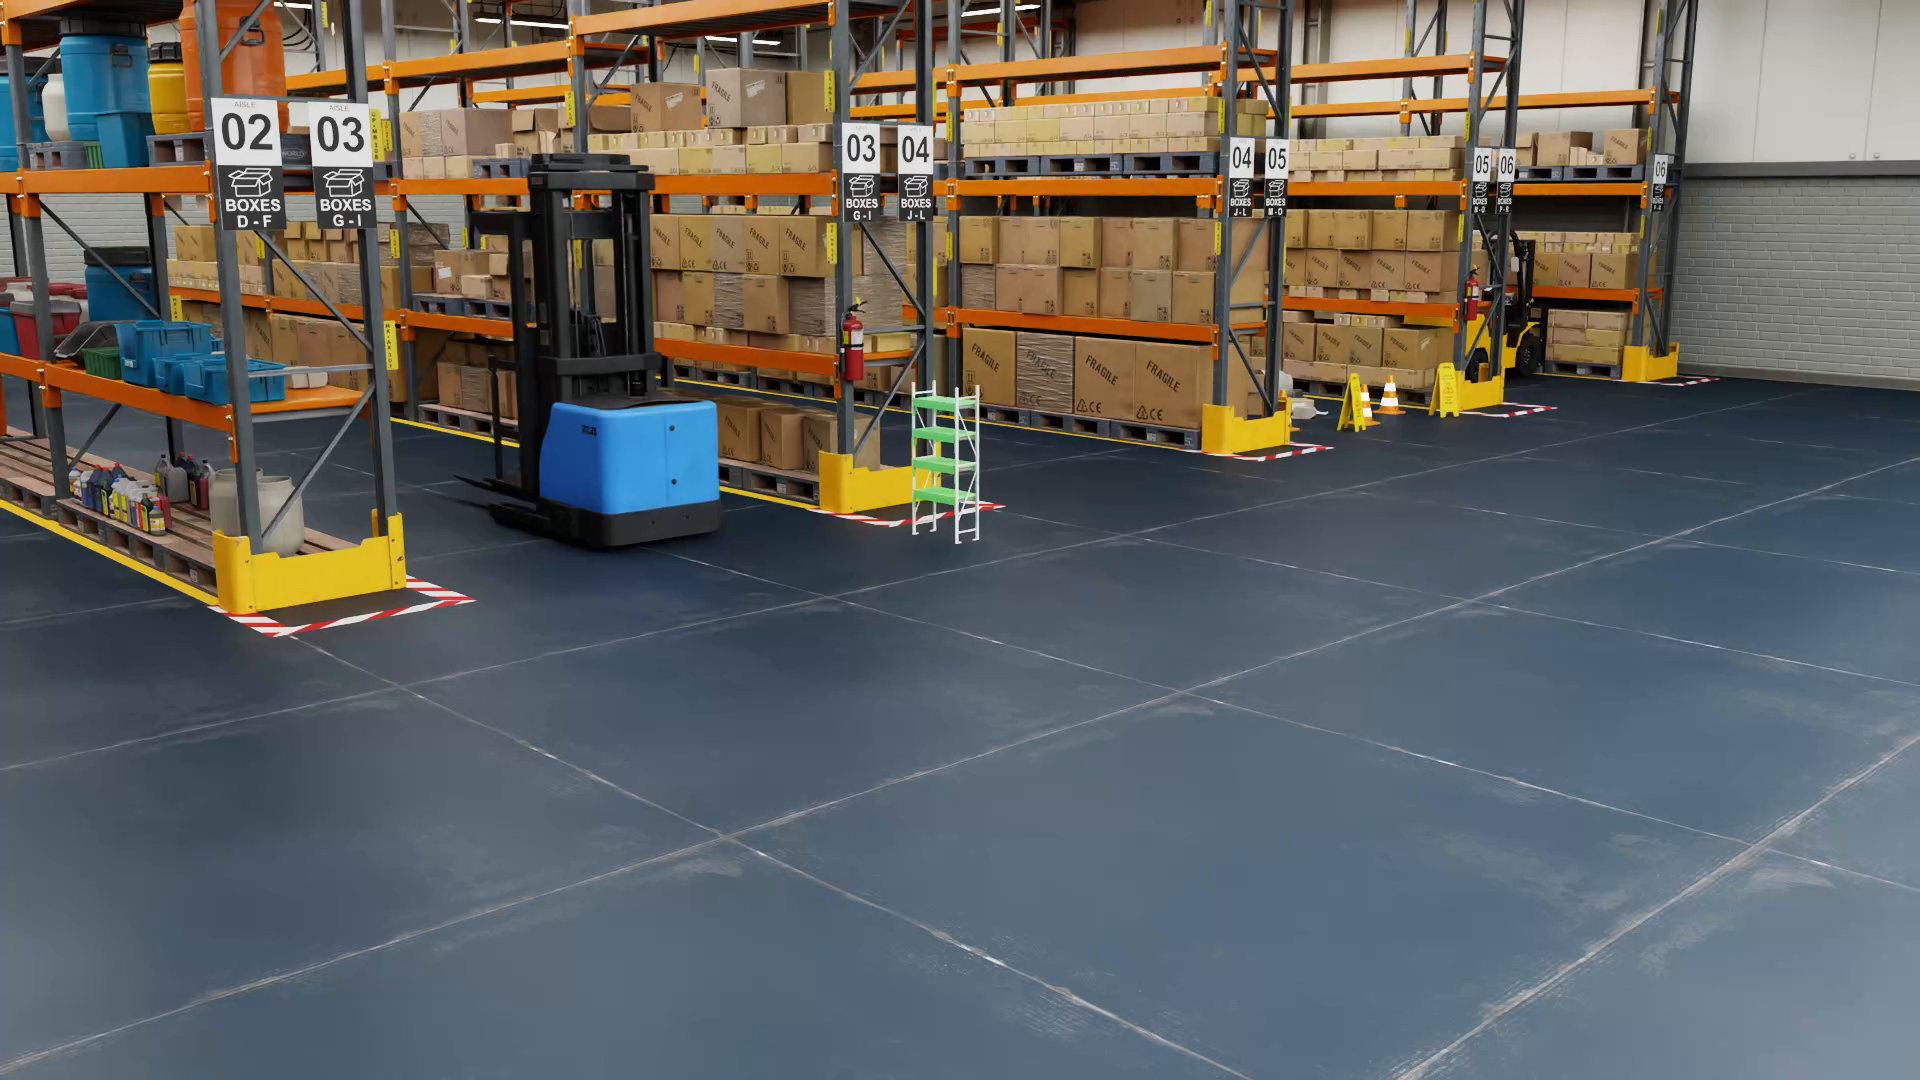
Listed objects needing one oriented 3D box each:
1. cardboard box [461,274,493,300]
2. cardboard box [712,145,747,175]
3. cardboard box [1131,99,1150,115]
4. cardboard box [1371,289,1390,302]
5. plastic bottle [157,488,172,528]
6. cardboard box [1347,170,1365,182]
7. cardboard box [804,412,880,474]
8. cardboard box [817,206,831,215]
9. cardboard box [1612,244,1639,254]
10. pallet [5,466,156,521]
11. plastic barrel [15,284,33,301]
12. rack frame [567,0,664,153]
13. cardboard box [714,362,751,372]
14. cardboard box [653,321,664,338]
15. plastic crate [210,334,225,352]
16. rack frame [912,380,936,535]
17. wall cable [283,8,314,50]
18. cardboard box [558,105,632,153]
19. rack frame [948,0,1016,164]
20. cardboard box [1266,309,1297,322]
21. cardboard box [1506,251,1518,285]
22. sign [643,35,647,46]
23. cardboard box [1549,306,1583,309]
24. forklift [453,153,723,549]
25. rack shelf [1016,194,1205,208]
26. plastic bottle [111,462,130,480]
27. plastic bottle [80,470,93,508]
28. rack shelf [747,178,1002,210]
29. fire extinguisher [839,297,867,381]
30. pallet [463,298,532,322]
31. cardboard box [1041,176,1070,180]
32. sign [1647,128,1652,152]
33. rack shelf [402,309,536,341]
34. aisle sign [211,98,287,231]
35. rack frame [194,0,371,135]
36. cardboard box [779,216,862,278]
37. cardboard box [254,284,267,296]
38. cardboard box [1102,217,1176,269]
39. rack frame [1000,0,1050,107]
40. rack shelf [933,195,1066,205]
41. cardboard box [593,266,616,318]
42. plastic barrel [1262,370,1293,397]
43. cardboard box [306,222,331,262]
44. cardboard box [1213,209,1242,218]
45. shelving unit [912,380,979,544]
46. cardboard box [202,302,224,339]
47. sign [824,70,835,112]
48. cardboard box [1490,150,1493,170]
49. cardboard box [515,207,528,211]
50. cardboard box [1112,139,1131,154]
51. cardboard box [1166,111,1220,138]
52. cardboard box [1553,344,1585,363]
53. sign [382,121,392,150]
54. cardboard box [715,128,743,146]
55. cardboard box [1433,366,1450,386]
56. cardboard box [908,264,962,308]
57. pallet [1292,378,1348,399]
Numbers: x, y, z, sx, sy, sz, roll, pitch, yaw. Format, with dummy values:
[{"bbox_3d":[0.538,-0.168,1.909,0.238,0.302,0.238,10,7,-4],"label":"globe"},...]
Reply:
[{"bbox_3d":[-5.165,-2.803,18.414,0.500,0.250,0.500,11,16,44],"label":"cardboard box"},{"bbox_3d":[-1.843,-3.359,14.720,0.500,0.250,0.500,-10,16,-41],"label":"cardboard box"},{"bbox_3d":[2.019,-4.561,17.541,0.380,0.149,0.250,-11,16,-42],"label":"cardboard box"},{"bbox_3d":[5.506,-3.158,21.428,0.380,0.149,0.250,-11,16,-42],"label":"cardboard box"},{"bbox_3d":[-5.877,-0.237,12.271,0.061,0.283,0.133,-11,16,-43],"label":"plastic bottle"},{"bbox_3d":[5.223,-4.711,21.532,0.250,0.149,0.380,11,16,44],"label":"cardboard box"},{"bbox_3d":[-1.051,-0.855,14.781,0.500,0.500,0.500,-7,14,-32],"label":"cardboard box"},{"bbox_3d":[-2.298,-5.823,29.407,0.380,0.149,0.250,-10,16,-41],"label":"cardboard box"},{"bbox_3d":[9.681,-4.231,24.160,0.380,0.149,0.250,-11,16,-42],"label":"cardboard box"},{"bbox_3d":[-7.547,-0.417,14.412,1.003,0.211,1.213,-11,16,-43],"label":"pallet"},{"bbox_3d":[-8.583,-2.130,15.540,0.421,0.512,0.421,0,12,0],"label":"plastic barrel"},{"bbox_3d":[-3.394,-5.302,16.345,1.000,3.000,0.127,-11,16,-43],"label":"rack frame"},{"bbox_3d":[-3.143,-2.665,23.566,0.500,0.500,0.500,-11,16,-43],"label":"cardboard box"},{"bbox_3d":[-2.785,-2.019,15.900,0.380,0.149,0.250,-11,16,-43],"label":"cardboard box"},{"bbox_3d":[-6.016,-1.477,13.015,0.499,0.251,0.616,-11,16,-43],"label":"plastic crate"},{"bbox_3d":[-0.283,-0.647,13.080,0.240,1.200,0.015,-11,16,-43],"label":"rack frame"},{"bbox_3d":[-13.093,-9.934,30.858,2.277,5.999,0.120,-11,16,-43],"label":"wall cable"},{"bbox_3d":[-3.647,-4.171,16.995,0.637,0.503,0.797,11,16,42],"label":"cardboard box"},{"bbox_3d":[0.263,-5.978,19.628,1.000,3.000,0.127,-11,16,-43],"label":"rack frame"},{"bbox_3d":[4.385,-3.063,22.655,0.380,0.149,0.250,-10,15,-40],"label":"cardboard box"},{"bbox_3d":[8.532,-4.161,25.426,0.500,0.500,0.500,-11,16,-42],"label":"cardboard box"},{"bbox_3d":[-4.864,-7.759,25.565,0.100,0.325,0.005,-11,16,-43],"label":"sign"},{"bbox_3d":[9.243,-3.445,25.496,0.500,0.250,0.500,-11,16,-43],"label":"cardboard box"},{"bbox_3d":[-3.203,-1.608,13.452,1.130,2.935,3.031,-10,15,-40],"label":"forklift"},{"bbox_3d":[2.392,-5.153,24.840,1.077,0.370,4.000,-11,16,-43],"label":"rack shelf"},{"bbox_3d":[-6.615,-0.436,13.068,0.144,0.351,0.185,-11,16,-43],"label":"plastic bottle"},{"bbox_3d":[-6.830,-0.404,13.098,0.152,0.276,0.135,-10,15,-41],"label":"plastic bottle"},{"bbox_3d":[-1.118,-4.449,21.420,1.077,0.370,4.000,-11,16,-43],"label":"rack shelf"},{"bbox_3d":[-0.886,-1.661,13.732,0.296,0.674,0.183,-11,16,-43],"label":"fire extinguisher"},{"bbox_3d":[-4.760,-2.570,18.429,1.003,0.211,1.213,-11,16,-43],"label":"pallet"},{"bbox_3d":[1.658,-5.707,25.496,0.700,0.500,0.500,-11,16,-43],"label":"cardboard box"},{"bbox_3d":[9.721,-5.644,23.439,0.100,0.325,0.005,-11,16,-43],"label":"sign"},{"bbox_3d":[-4.775,-2.303,18.440,1.077,0.370,4.000,-11,16,-43],"label":"rack shelf"},{"bbox_3d":[-4.379,-2.311,10.253,0.394,0.787,0.004,-11,16,-43],"label":"aisle sign"},{"bbox_3d":[-4.214,-4.028,10.162,1.000,3.000,0.127,-11,16,-43],"label":"rack frame"},{"bbox_3d":[-1.190,-2.510,14.198,0.500,0.500,0.500,-11,16,-43],"label":"cardboard box"},{"bbox_3d":[-9.366,-3.407,22.637,0.380,0.149,0.250,-11,16,-42],"label":"cardboard box"},{"bbox_3d":[2.062,-3.286,18.381,0.875,0.550,0.550,-11,16,-43],"label":"cardboard box"},{"bbox_3d":[1.011,-7.267,25.882,1.000,3.000,0.127,-11,16,-43],"label":"rack frame"},{"bbox_3d":[0.455,-7.013,33.867,1.077,0.370,4.000,-11,16,-43],"label":"rack shelf"},{"bbox_3d":[-3.128,-2.484,16.550,0.875,0.500,0.500,-11,16,-43],"label":"cardboard box"},{"bbox_3d":[4.014,-1.989,21.519,0.512,0.421,0.421,-1,12,-4],"label":"plastic barrel"},{"bbox_3d":[-8.006,-3.878,21.565,0.797,0.503,0.637,-11,16,-42],"label":"cardboard box"},{"bbox_3d":[3.920,-4.335,23.054,0.700,0.500,0.500,-11,16,-43],"label":"cardboard box"},{"bbox_3d":[-0.114,-0.612,12.908,0.258,1.200,0.503,-11,16,-43],"label":"shelving unit"},{"bbox_3d":[-10.553,-3.065,24.579,0.875,0.875,0.875,-11,16,-43],"label":"cardboard box"},{"bbox_3d":[-1.047,-3.608,13.364,0.100,0.325,0.005,-11,16,-43],"label":"sign"},{"bbox_3d":[6.381,-4.813,21.039,0.500,0.250,0.500,-11,16,-44],"label":"cardboard box"},{"bbox_3d":[-6.855,-5.148,27.000,0.500,0.500,0.500,11,16,43],"label":"cardboard box"},{"bbox_3d":[1.847,-4.207,17.798,0.380,0.149,0.250,-11,16,-43],"label":"cardboard box"},{"bbox_3d":[2.485,-4.285,17.188,0.500,0.250,0.500,-11,16,-42],"label":"cardboard box"},{"bbox_3d":[9.233,-2.810,24.893,0.500,0.250,0.500,-11,16,-43],"label":"cardboard box"},{"bbox_3d":[-6.564,-4.632,19.052,0.100,0.325,0.005,-11,16,-43],"label":"sign"},{"bbox_3d":[-1.943,-3.559,14.701,0.250,0.149,0.380,11,16,42],"label":"cardboard box"},{"bbox_3d":[6.179,-2.176,21.813,0.500,0.250,0.500,-11,16,-43],"label":"cardboard box"},{"bbox_3d":[-0.291,-3.128,20.412,0.500,0.500,0.500,-11,16,-43],"label":"cardboard box"},{"bbox_3d":[5.109,-2.108,22.618,1.003,0.211,1.213,-11,16,-43],"label":"pallet"}]
